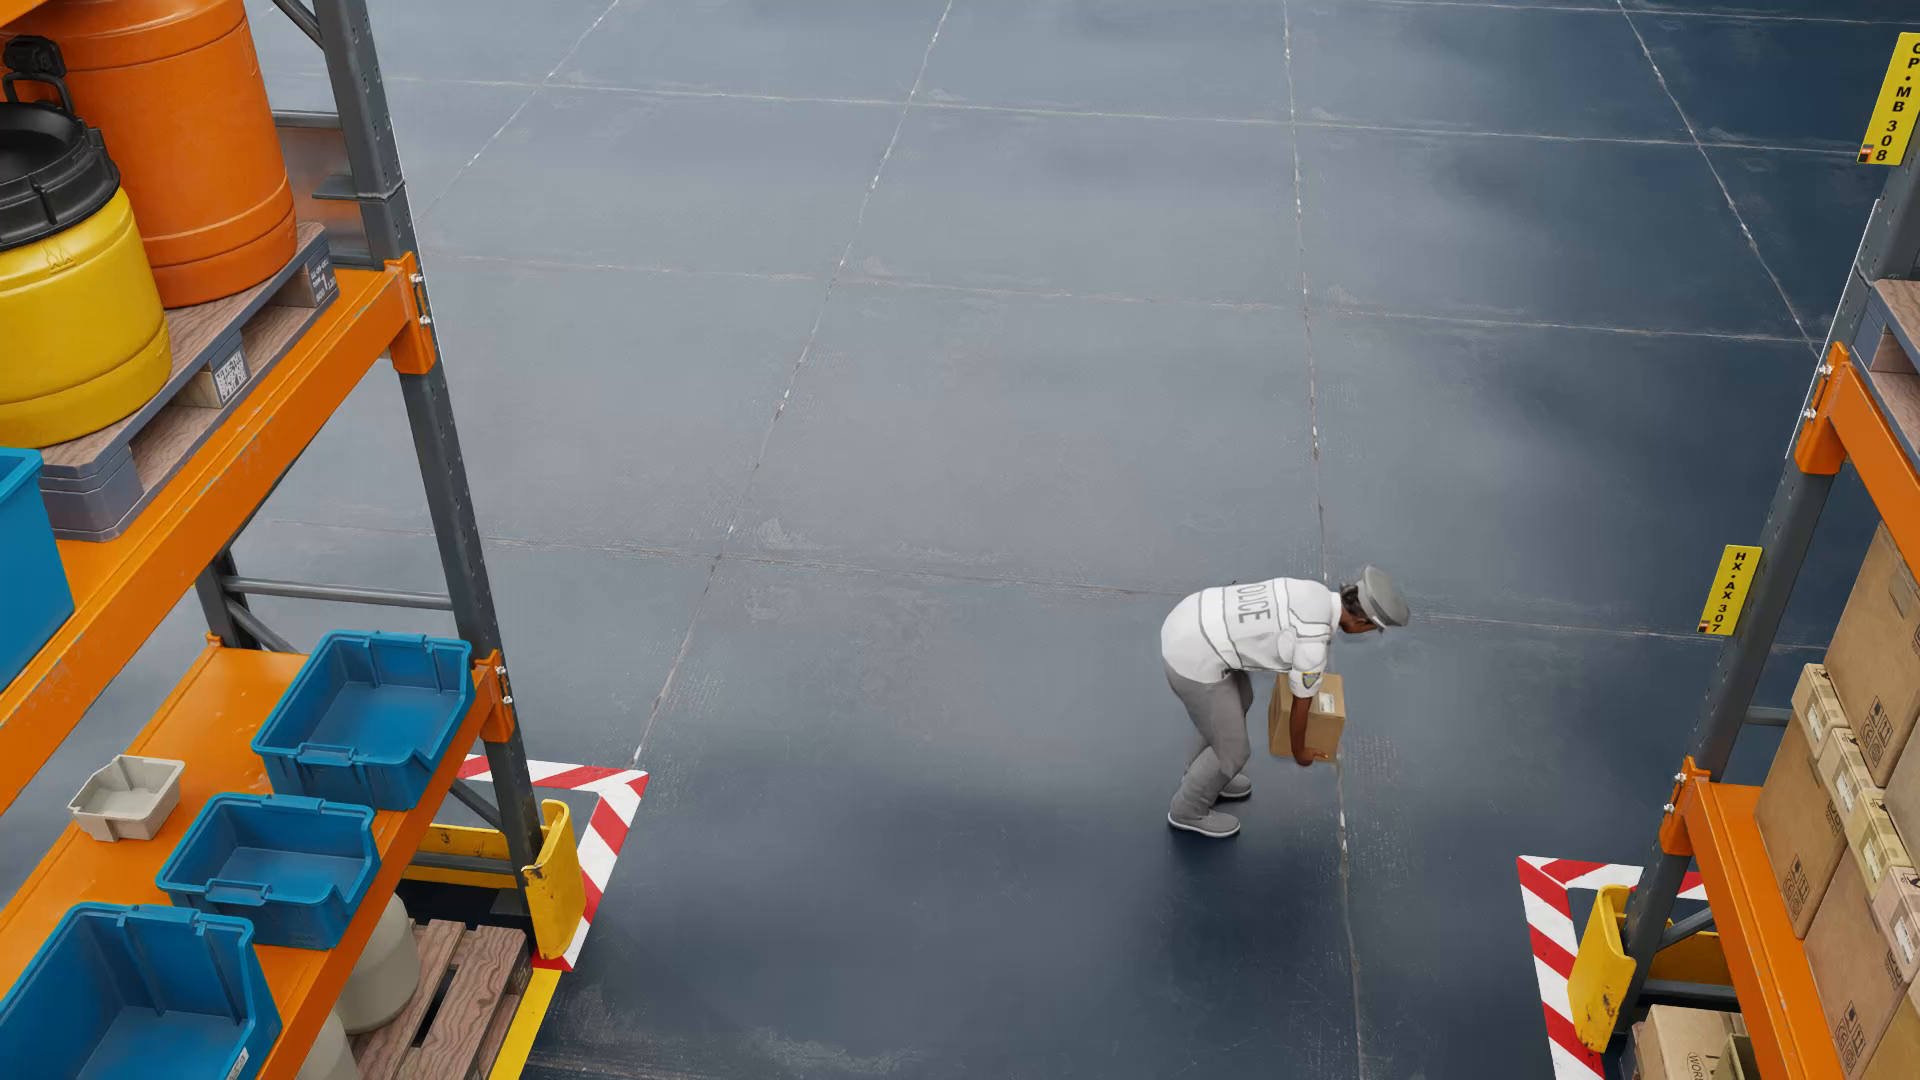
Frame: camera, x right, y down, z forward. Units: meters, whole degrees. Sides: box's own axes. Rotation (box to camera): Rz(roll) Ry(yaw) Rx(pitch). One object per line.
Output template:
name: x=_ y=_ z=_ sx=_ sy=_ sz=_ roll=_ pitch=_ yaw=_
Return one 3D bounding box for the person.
person: x=1.237 y=0.621 z=6.559 sx=0.920 sy=1.238 sz=0.417 roll=3 pitch=36 yaw=5
